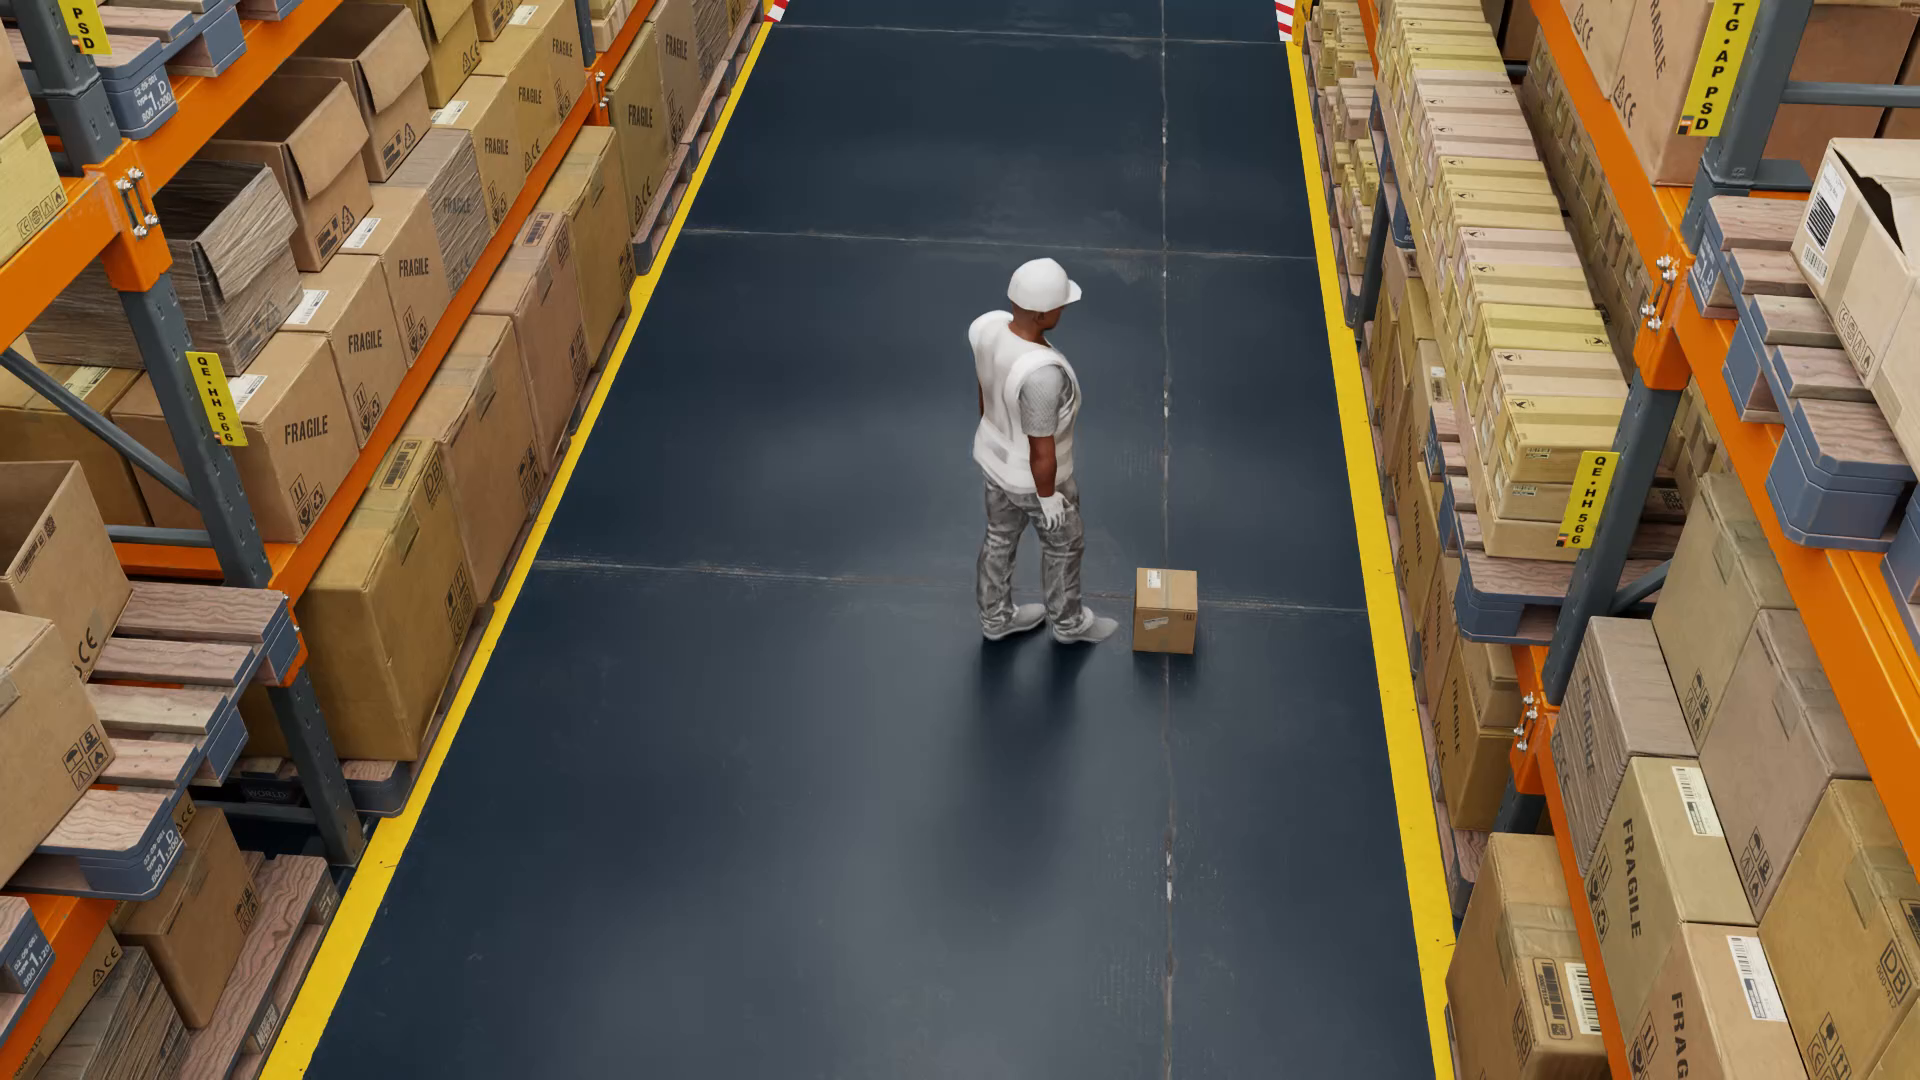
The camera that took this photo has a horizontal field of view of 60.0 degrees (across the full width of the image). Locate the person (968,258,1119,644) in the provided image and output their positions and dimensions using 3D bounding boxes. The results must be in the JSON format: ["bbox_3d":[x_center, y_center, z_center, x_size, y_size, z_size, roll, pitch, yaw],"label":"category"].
[{"bbox_3d":[0.343,-0.328,6.538,0.566,1.808,0.586,-20,44,-23],"label":"person"}]
